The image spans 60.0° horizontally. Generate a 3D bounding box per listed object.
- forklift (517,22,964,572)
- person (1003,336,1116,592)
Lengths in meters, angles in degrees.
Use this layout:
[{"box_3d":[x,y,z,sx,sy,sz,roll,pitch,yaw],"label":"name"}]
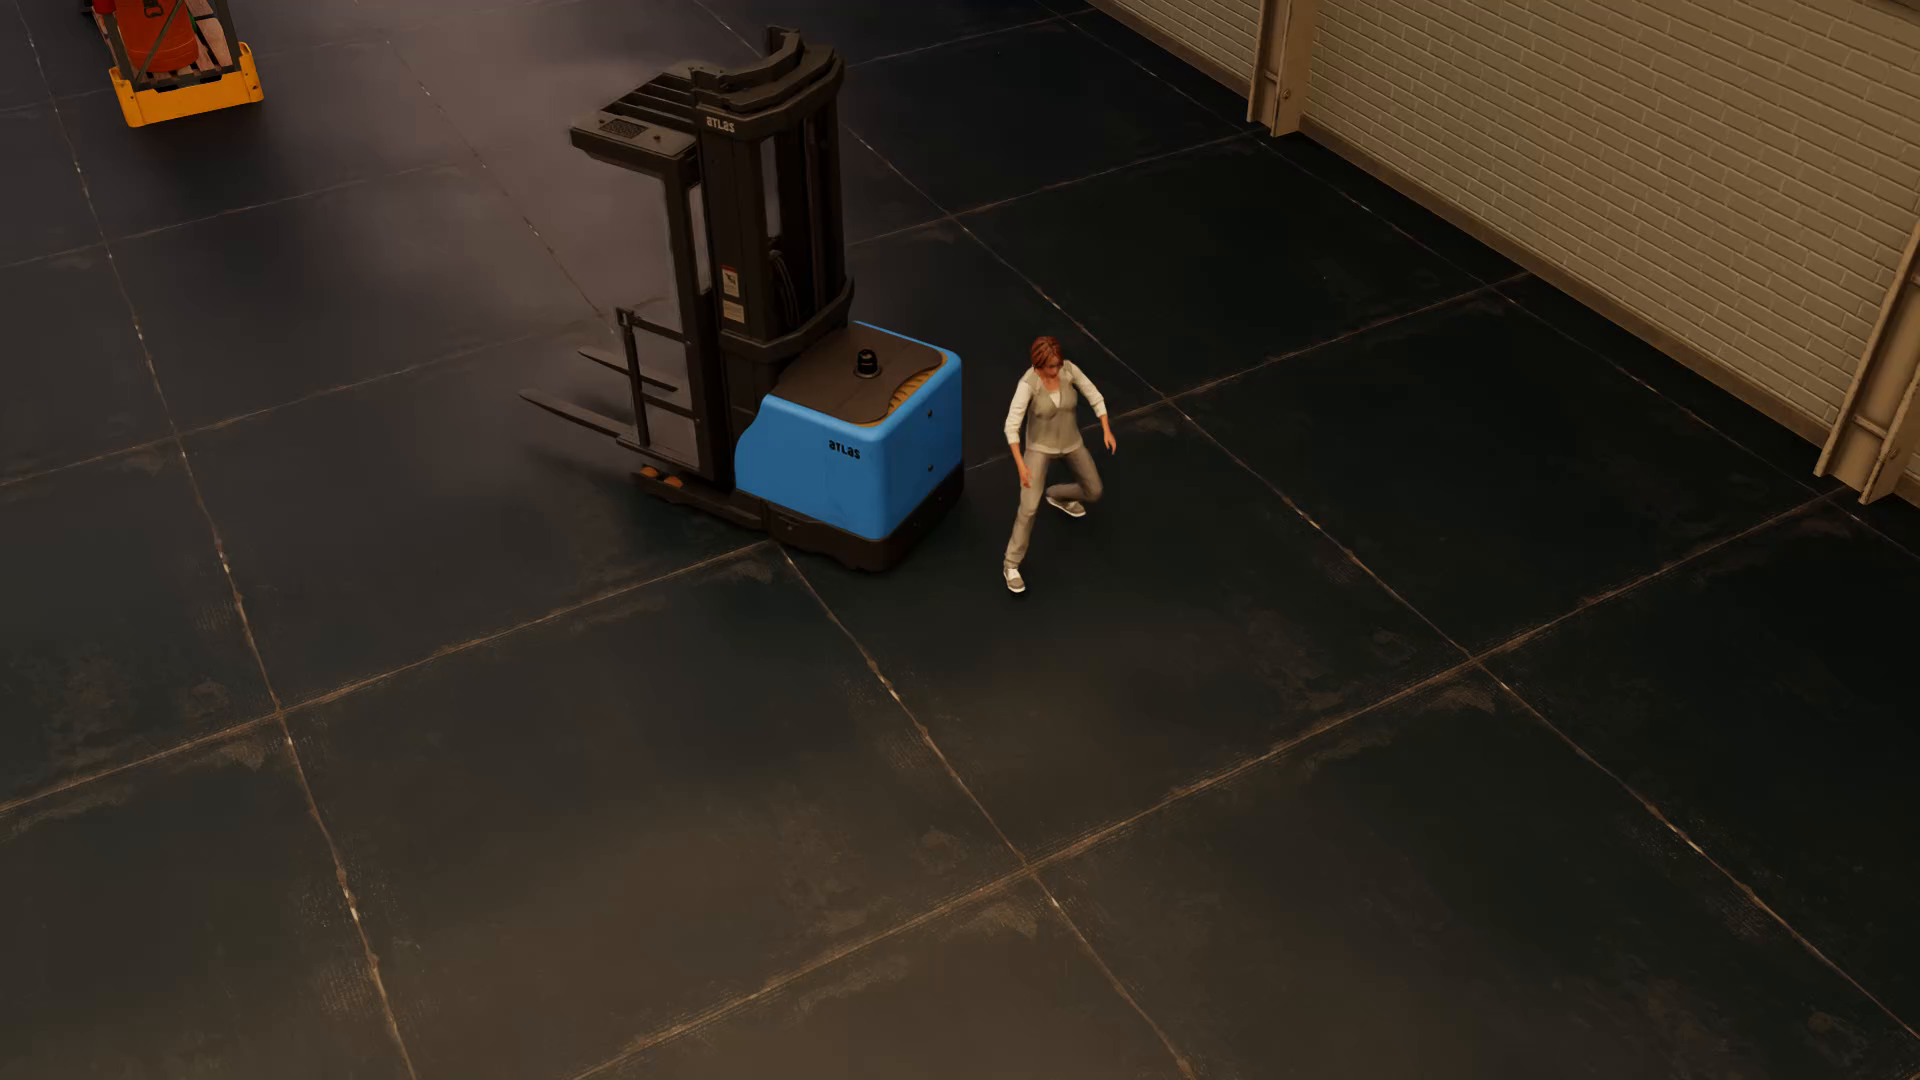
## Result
[{"box_3d":[-1.505,-1.636,10.008,3.031,2.935,1.130,21,44,23],"label":"forklift"},{"box_3d":[0.543,-0.499,9.804,0.750,1.426,0.734,-13,41,-15],"label":"person"}]
